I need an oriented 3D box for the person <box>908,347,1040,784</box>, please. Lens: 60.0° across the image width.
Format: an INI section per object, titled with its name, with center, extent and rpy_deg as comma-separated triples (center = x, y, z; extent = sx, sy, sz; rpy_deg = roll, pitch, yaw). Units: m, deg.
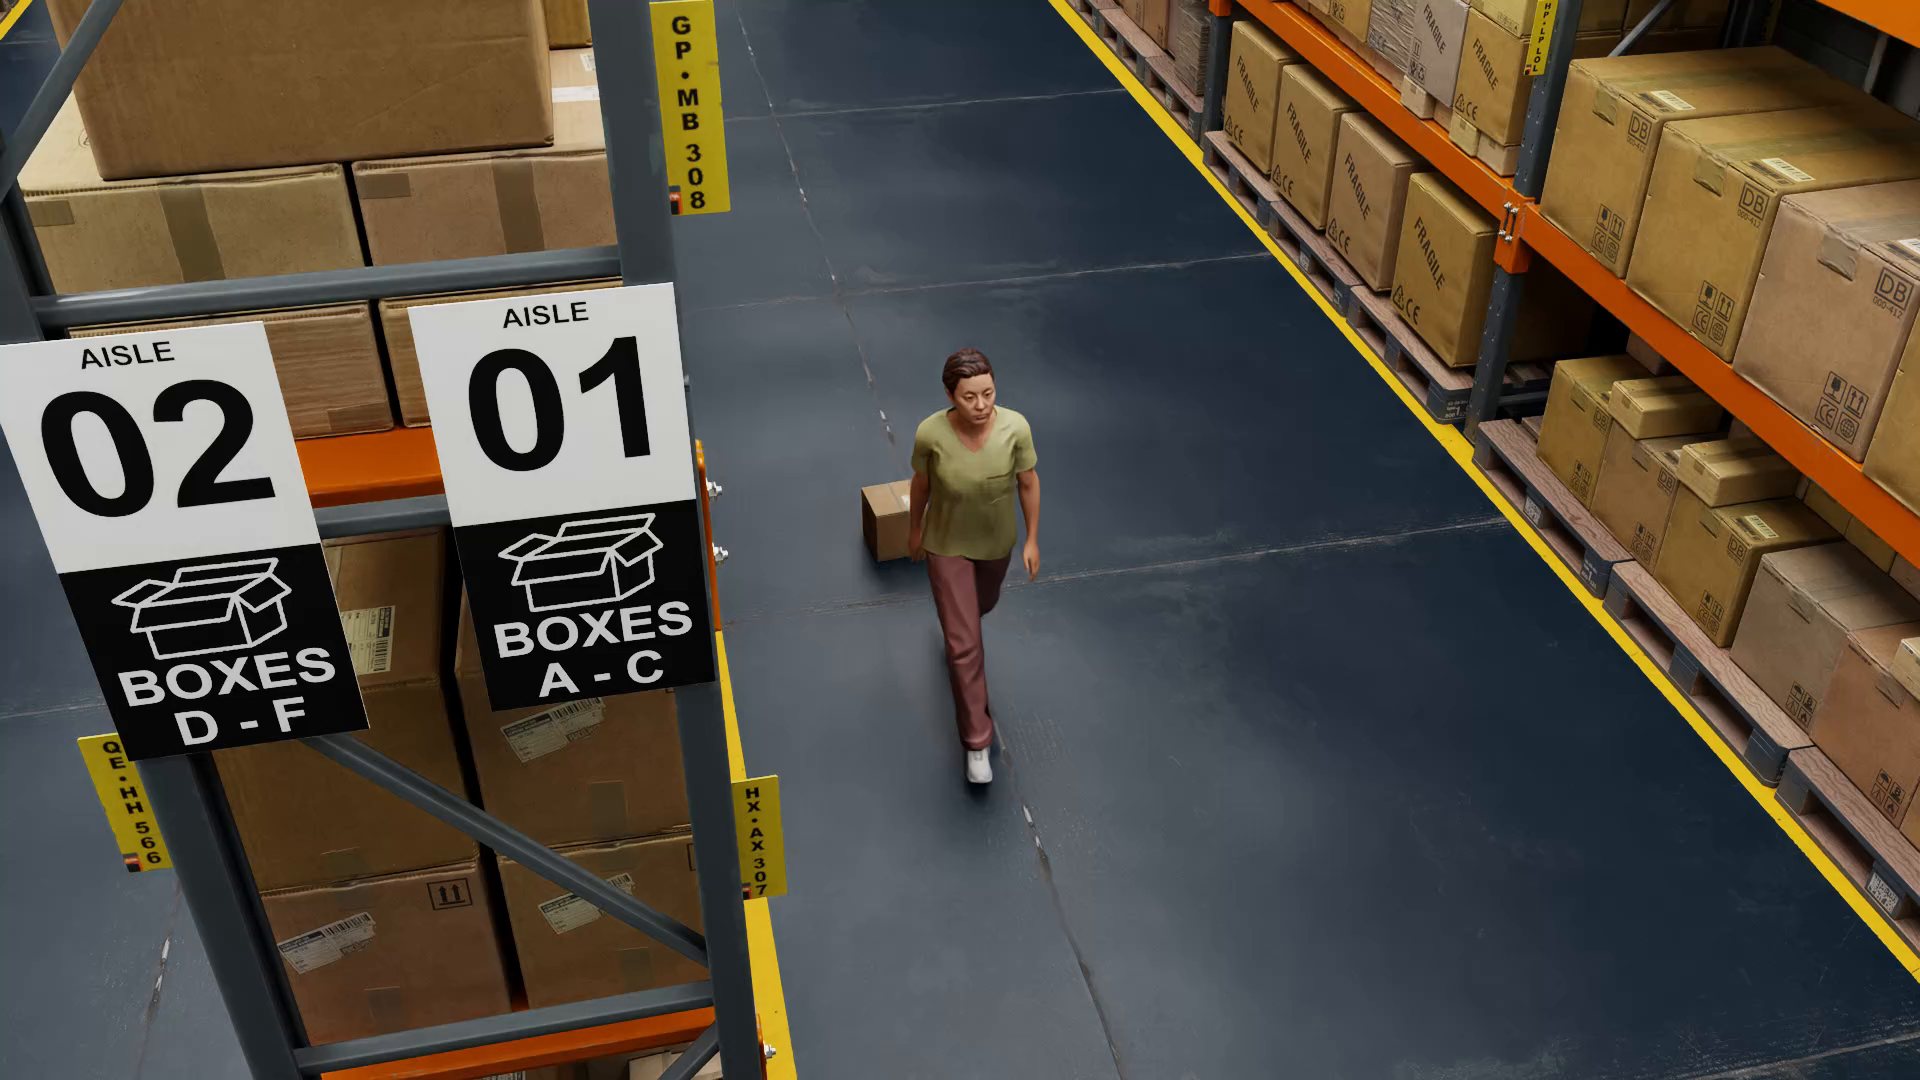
[person]
center = 0.053, -0.010, 6.176
extent = 0.461, 1.620, 1.037
rpy_deg = -8, 35, -11
